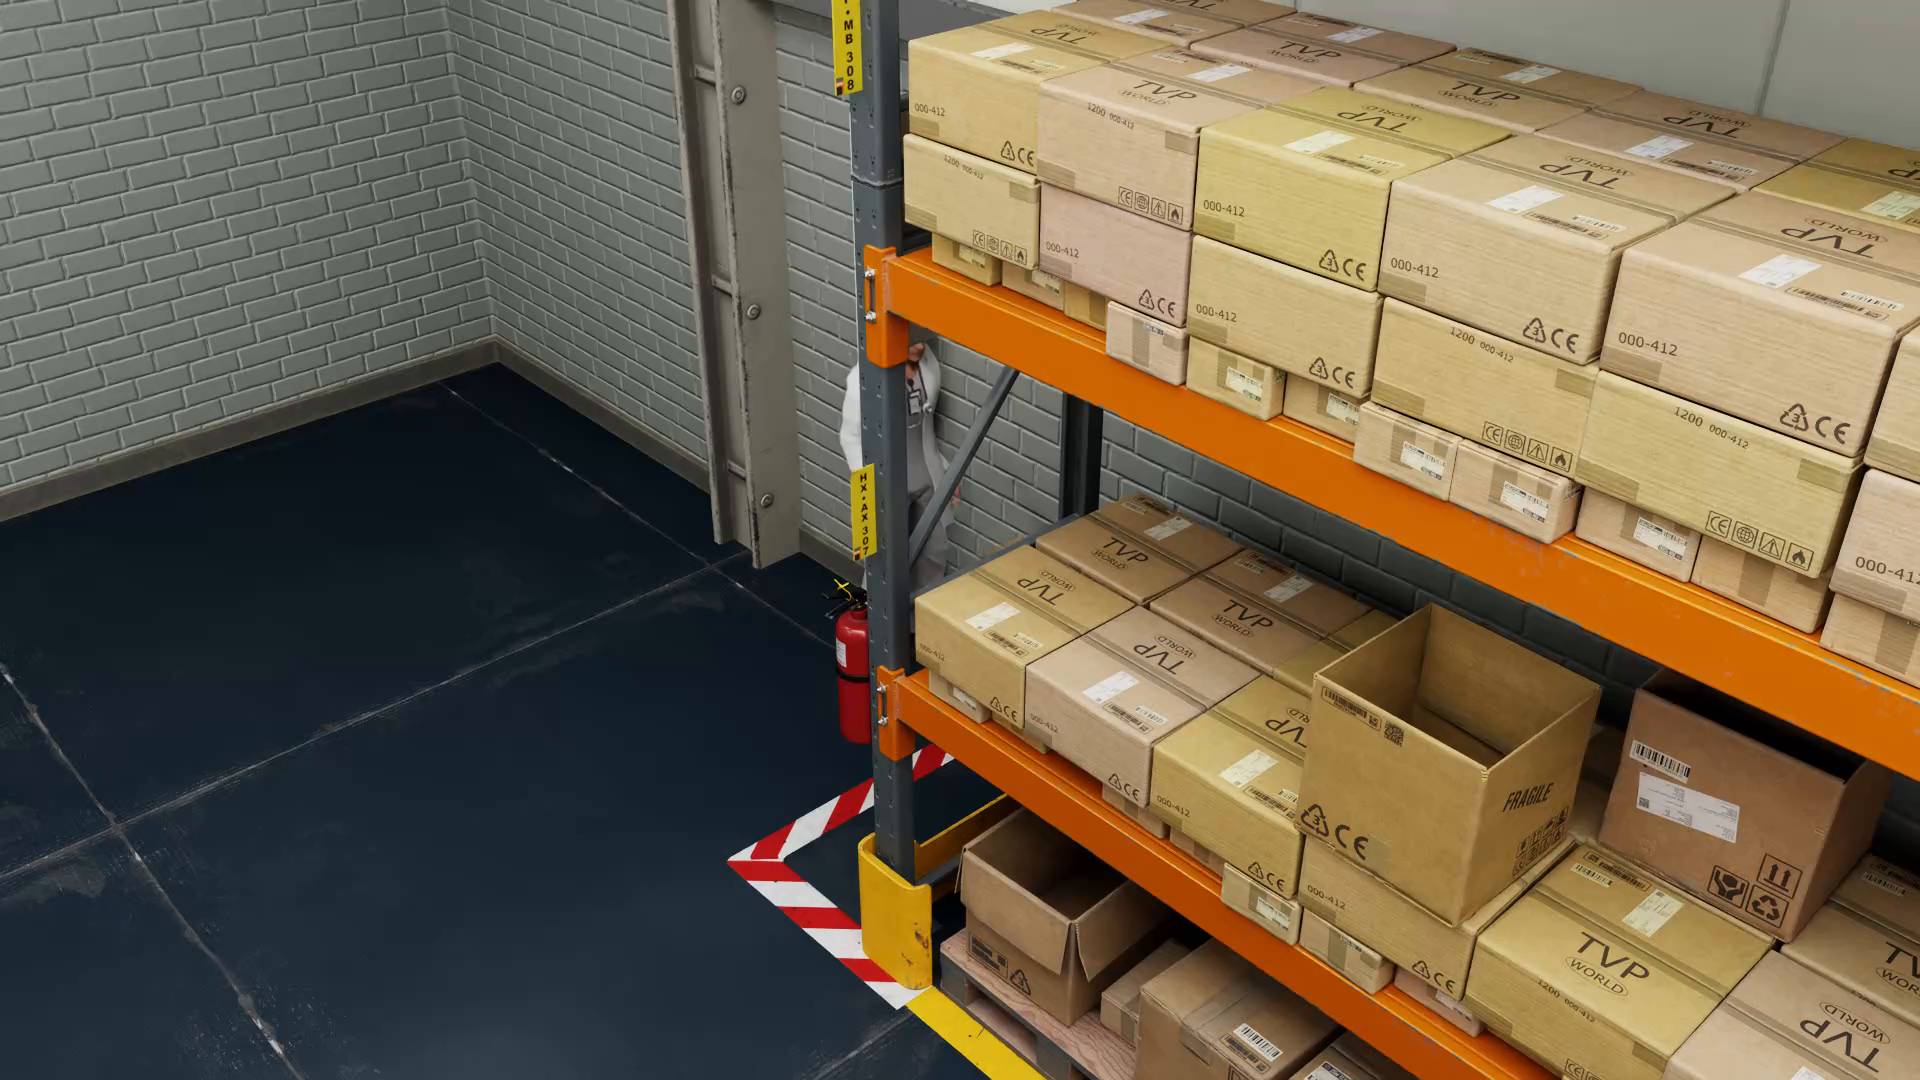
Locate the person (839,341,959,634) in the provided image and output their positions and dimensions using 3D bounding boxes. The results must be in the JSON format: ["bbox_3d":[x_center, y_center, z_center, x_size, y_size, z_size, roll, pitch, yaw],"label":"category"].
[{"bbox_3d":[-0.250,-0.256,7.565,0.589,1.778,0.424,-22,38,-31],"label":"person"}]
